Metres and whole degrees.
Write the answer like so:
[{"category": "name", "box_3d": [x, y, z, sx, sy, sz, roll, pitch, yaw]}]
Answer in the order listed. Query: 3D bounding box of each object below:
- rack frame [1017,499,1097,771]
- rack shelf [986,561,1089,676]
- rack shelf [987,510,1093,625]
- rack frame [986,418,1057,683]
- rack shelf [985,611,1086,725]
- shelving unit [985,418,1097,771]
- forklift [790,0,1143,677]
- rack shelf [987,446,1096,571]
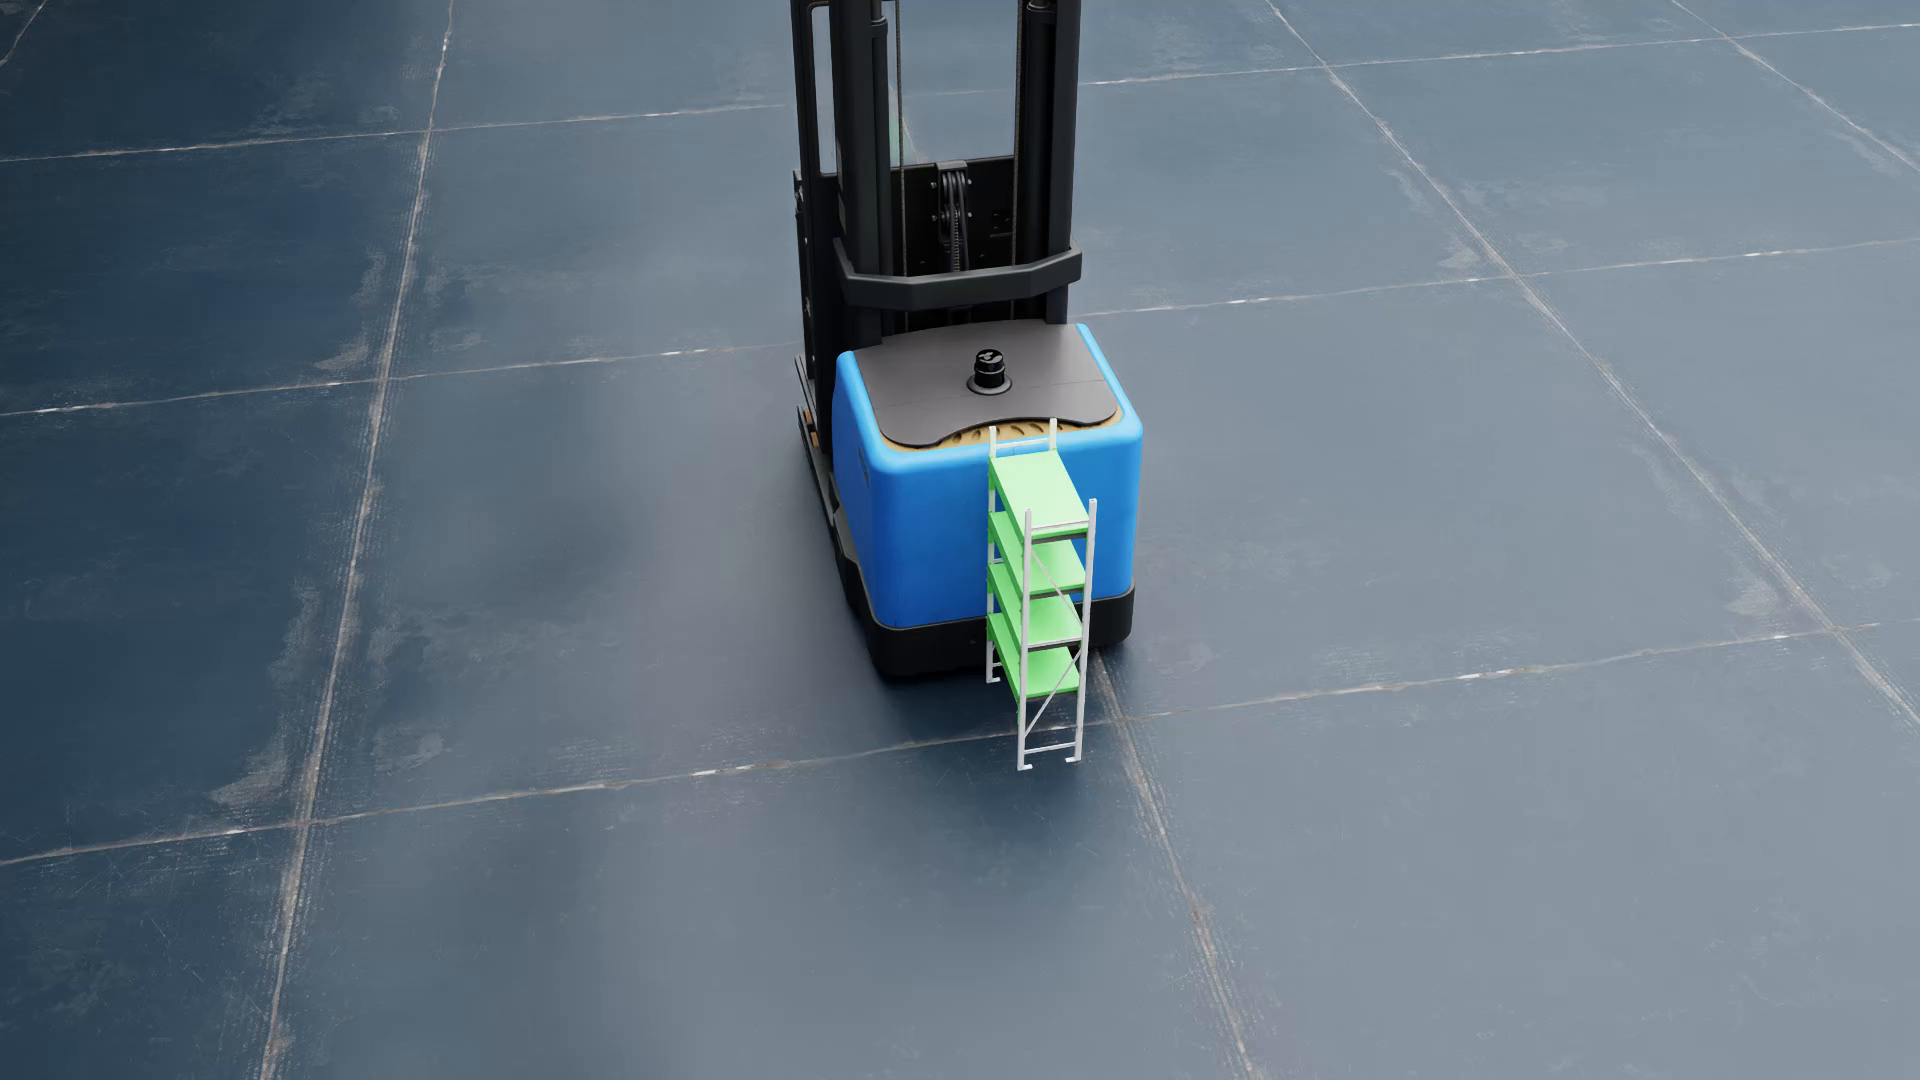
[{"category": "rack frame", "box_3d": [0.331, 0.359, 5.810, 0.240, 1.200, 0.015, -8, 39, -10]}, {"category": "rack shelf", "box_3d": [0.276, 0.264, 6.037, 0.258, 0.148, 0.480, -8, 39, -10]}, {"category": "rack shelf", "box_3d": [0.276, 0.074, 5.890, 0.258, 0.148, 0.480, -8, 39, -10]}, {"category": "rack frame", "box_3d": [0.221, 0.067, 6.185, 0.240, 1.200, 0.015, -8, 39, -10]}, {"category": "rack shelf", "box_3d": [0.276, 0.453, 6.184, 0.258, 0.148, 0.480, -8, 39, -10]}, {"category": "shelving unit", "box_3d": [0.276, 0.213, 5.998, 0.258, 1.200, 0.503, -8, 39, -10]}, {"category": "forklift", "box_3d": [-0.141, -1.534, 6.836, 1.130, 2.935, 3.031, -8, 39, -10]}, {"category": "rack shelf", "box_3d": [0.276, -0.115, 5.742, 0.258, 0.148, 0.480, -8, 39, -10]}]
